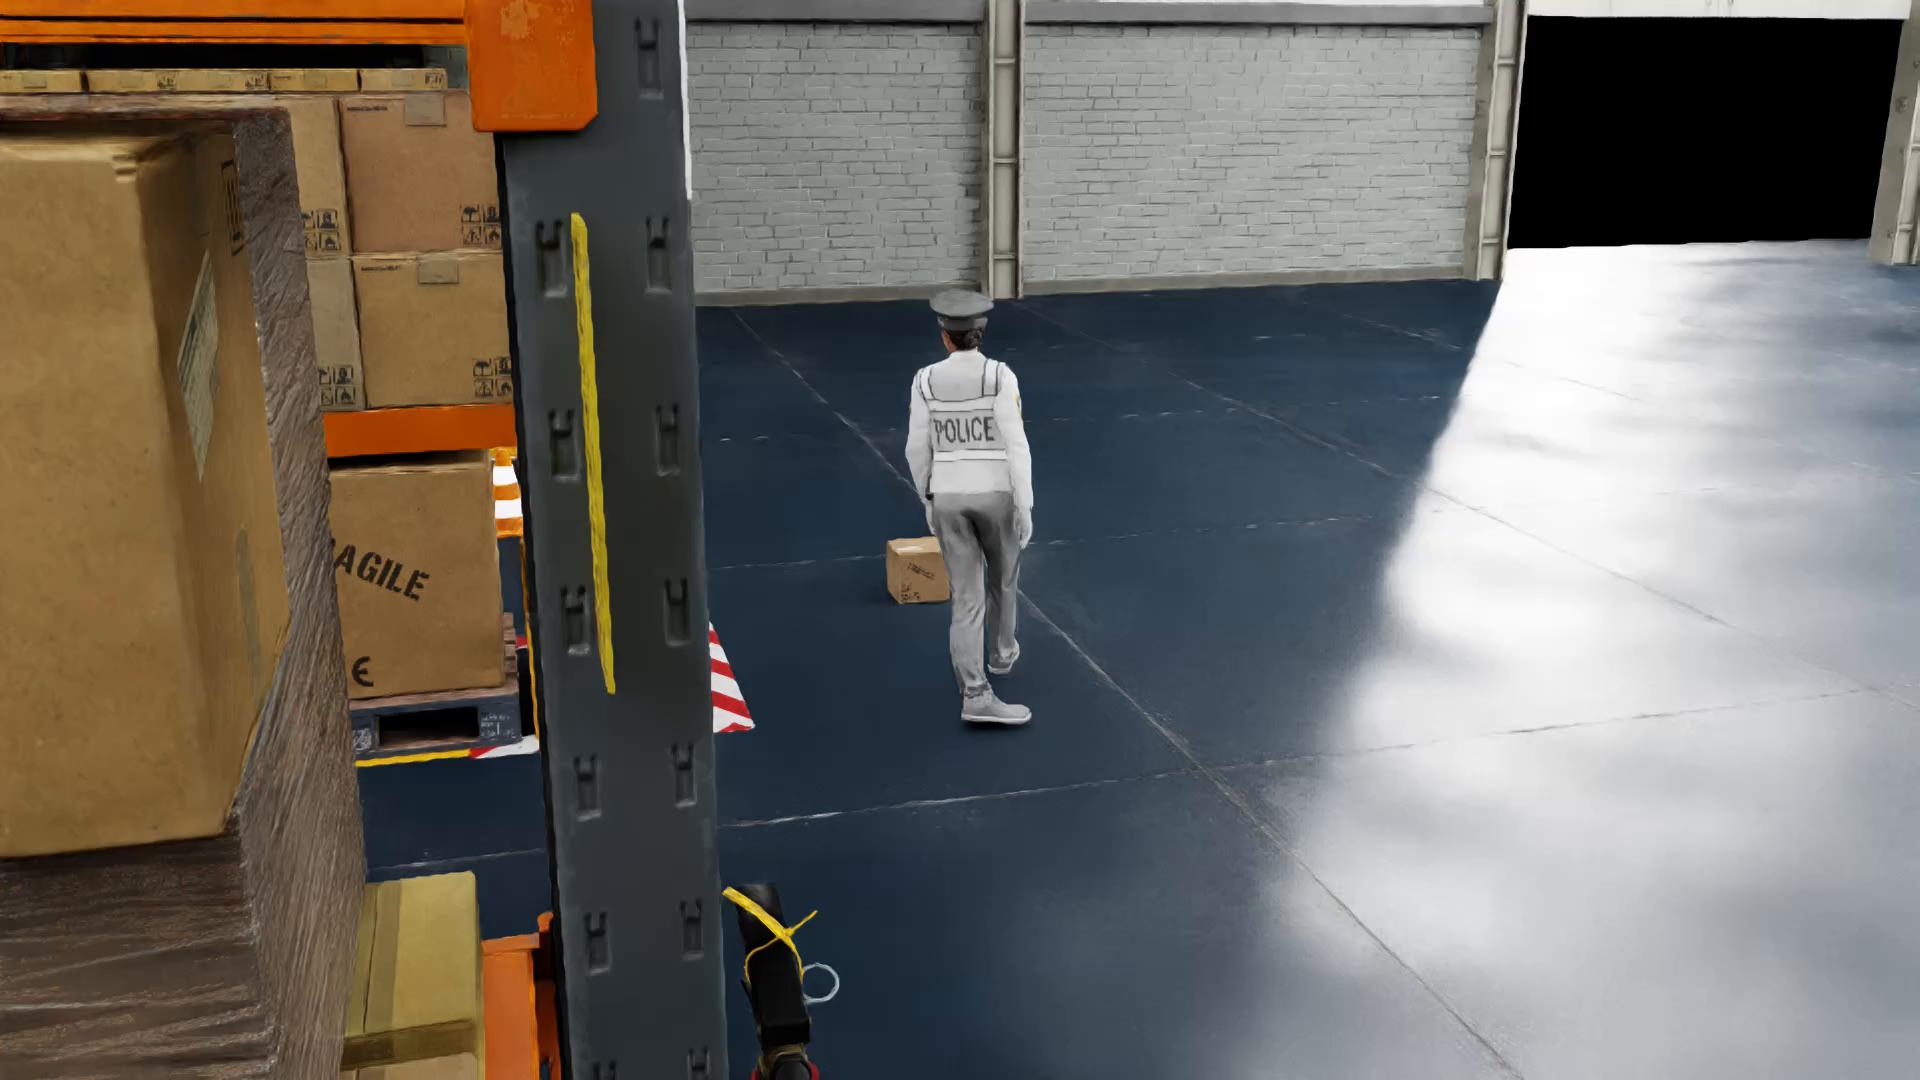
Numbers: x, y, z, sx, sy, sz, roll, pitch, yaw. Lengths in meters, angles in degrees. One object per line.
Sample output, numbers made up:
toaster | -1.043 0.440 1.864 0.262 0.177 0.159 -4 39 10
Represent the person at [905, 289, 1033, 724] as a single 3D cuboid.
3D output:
person | 0.074 -0.162 6.601 0.551 1.640 0.804 4 17 14
